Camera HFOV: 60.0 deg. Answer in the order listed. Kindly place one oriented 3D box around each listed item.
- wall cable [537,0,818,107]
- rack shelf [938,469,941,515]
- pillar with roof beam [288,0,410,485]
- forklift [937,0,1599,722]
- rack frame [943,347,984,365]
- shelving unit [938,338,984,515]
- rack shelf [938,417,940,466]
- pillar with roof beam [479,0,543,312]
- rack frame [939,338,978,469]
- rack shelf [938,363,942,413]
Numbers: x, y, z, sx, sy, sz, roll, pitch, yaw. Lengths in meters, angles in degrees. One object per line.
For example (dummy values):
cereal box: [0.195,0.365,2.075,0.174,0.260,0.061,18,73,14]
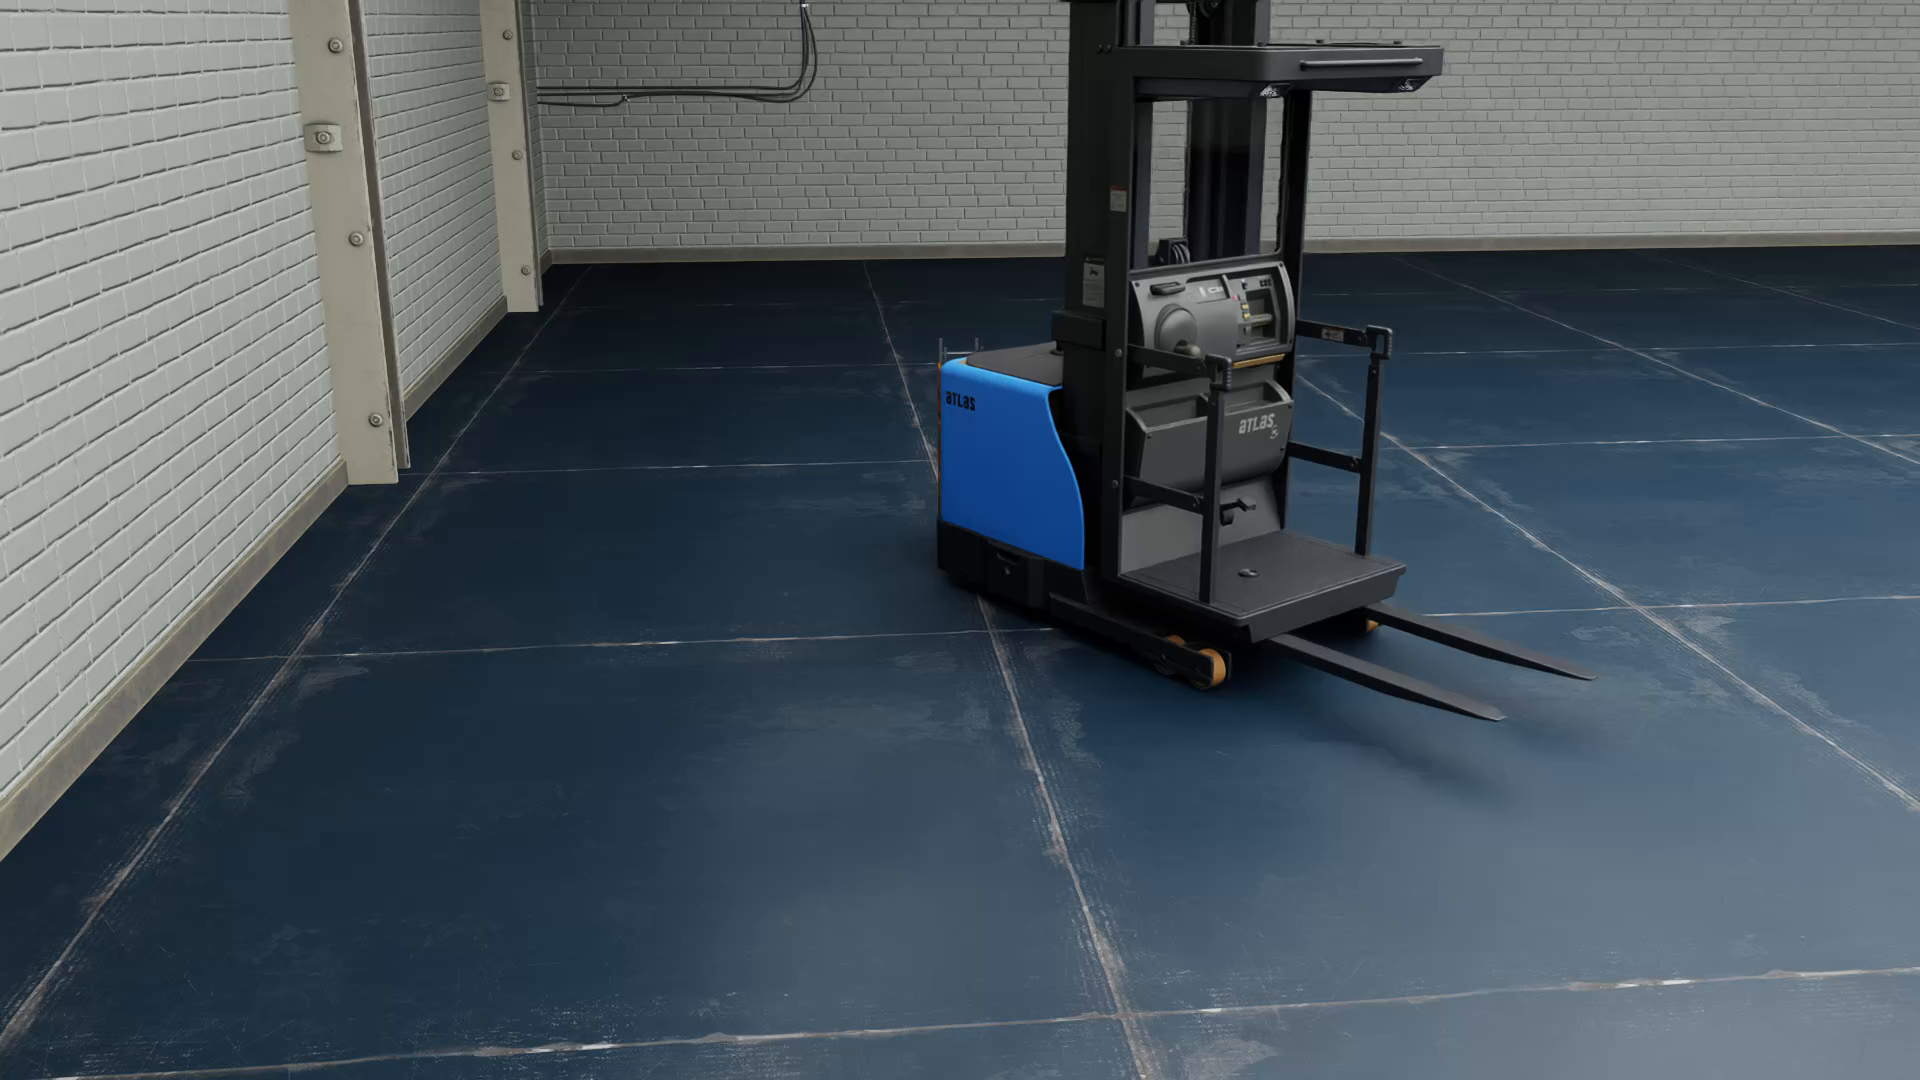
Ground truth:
wall cable: [-3.081,-5.904,17.645,3.097,2.526,0.112,-2,18,-6]
rack shelf: [0.006,-0.210,8.555,0.215,0.259,0.240,-2,18,-6]
pillar with roof beam: [0.809,-4.813,8.983,9.100,9.000,0.400,-2,18,-6]
forklift: [1.208,-0.960,6.843,1.130,2.935,3.031,-14,22,-37]
rack frame: [0.018,-0.449,8.353,0.200,1.050,0.008,-2,18,-6]
shelving unit: [0.006,-0.485,8.469,0.215,1.050,0.252,-2,18,-6]
rack shelf: [0.006,-0.475,8.472,0.215,0.259,0.240,-2,18,-6]
pillar with roof beam: [0.190,-6.600,14.677,9.100,9.000,0.400,-2,18,-6]
rack frame: [-0.007,-0.521,8.585,0.200,1.050,0.008,-2,18,-6]
rack shelf: [0.005,-0.746,8.387,0.215,0.259,0.240,-2,18,-6]
